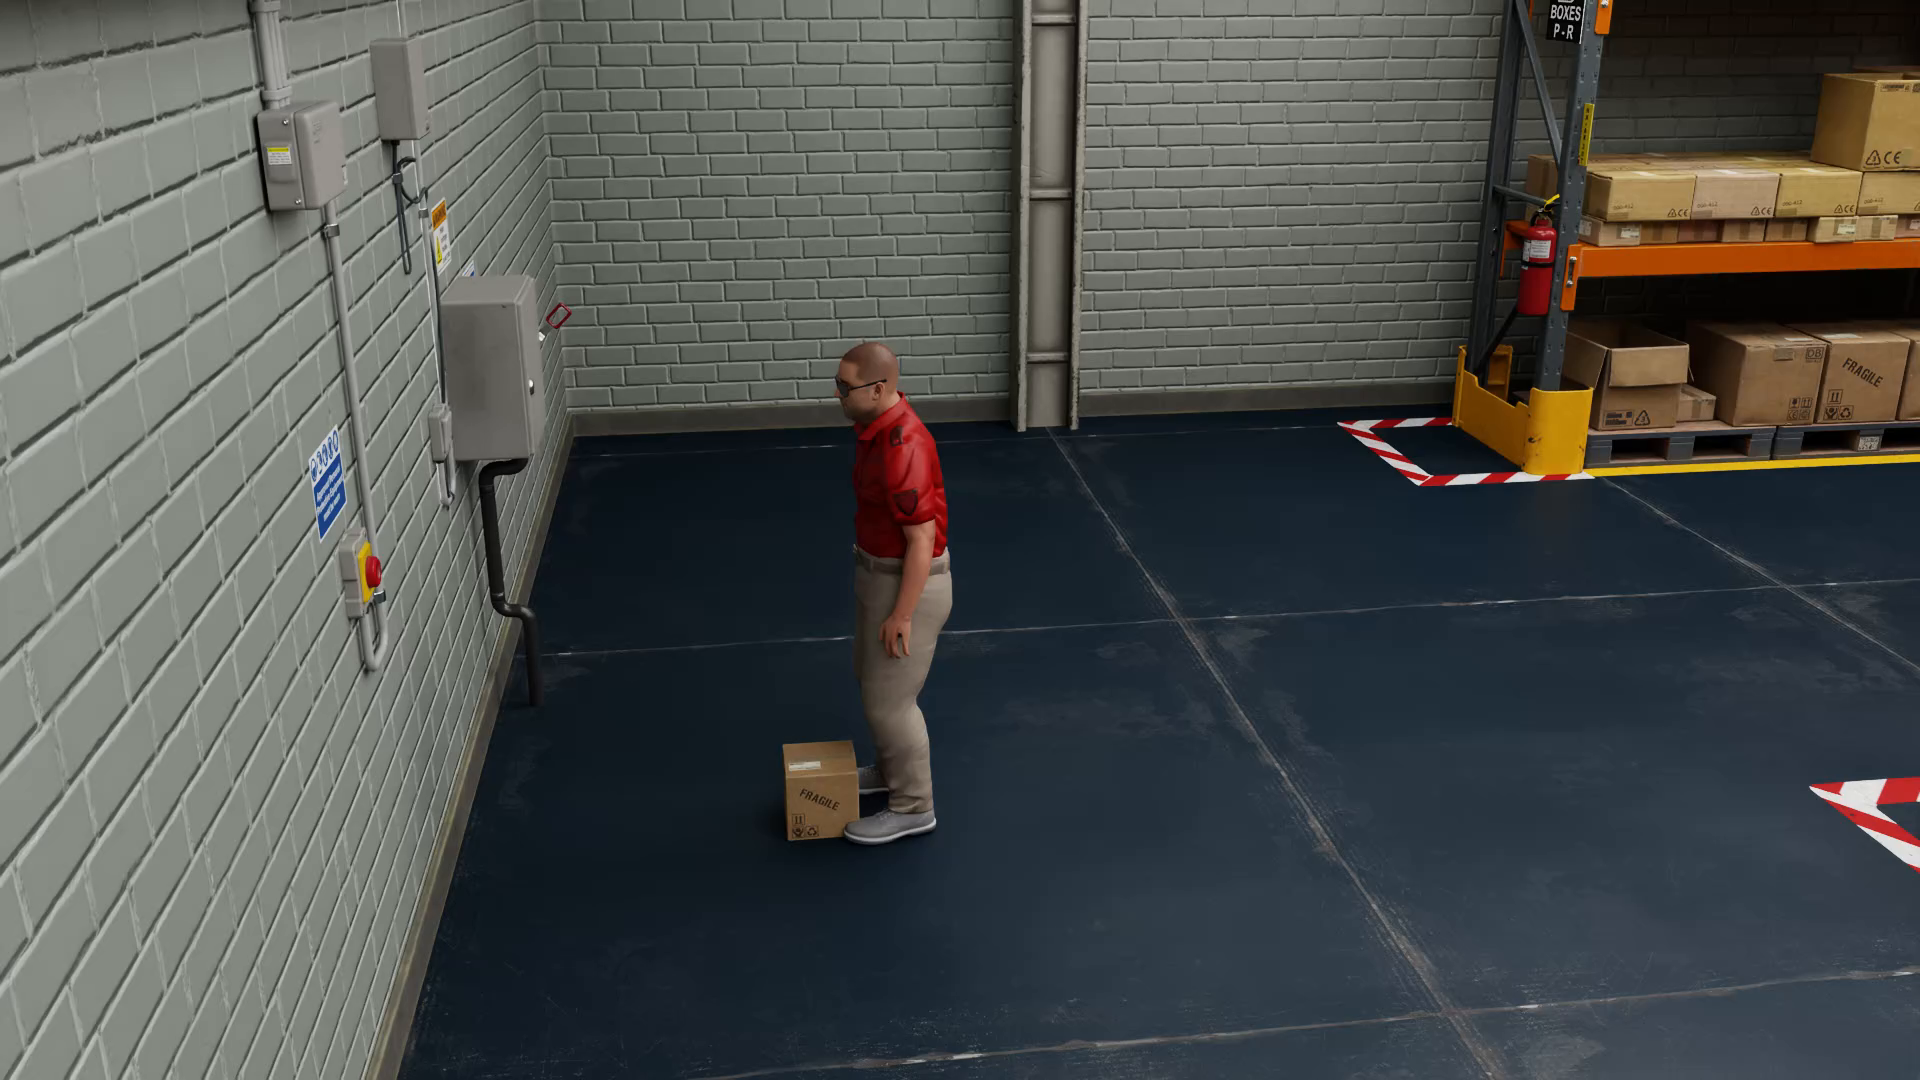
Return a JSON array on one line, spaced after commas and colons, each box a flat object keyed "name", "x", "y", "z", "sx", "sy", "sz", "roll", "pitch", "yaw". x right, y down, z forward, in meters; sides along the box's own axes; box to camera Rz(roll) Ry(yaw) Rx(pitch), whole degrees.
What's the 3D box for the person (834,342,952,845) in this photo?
[{"name": "person", "x": -0.237, "y": 0.211, "z": 5.640, "sx": 0.393, "sy": 1.636, "sz": 0.603, "roll": -4, "pitch": 20, "yaw": -11}]
